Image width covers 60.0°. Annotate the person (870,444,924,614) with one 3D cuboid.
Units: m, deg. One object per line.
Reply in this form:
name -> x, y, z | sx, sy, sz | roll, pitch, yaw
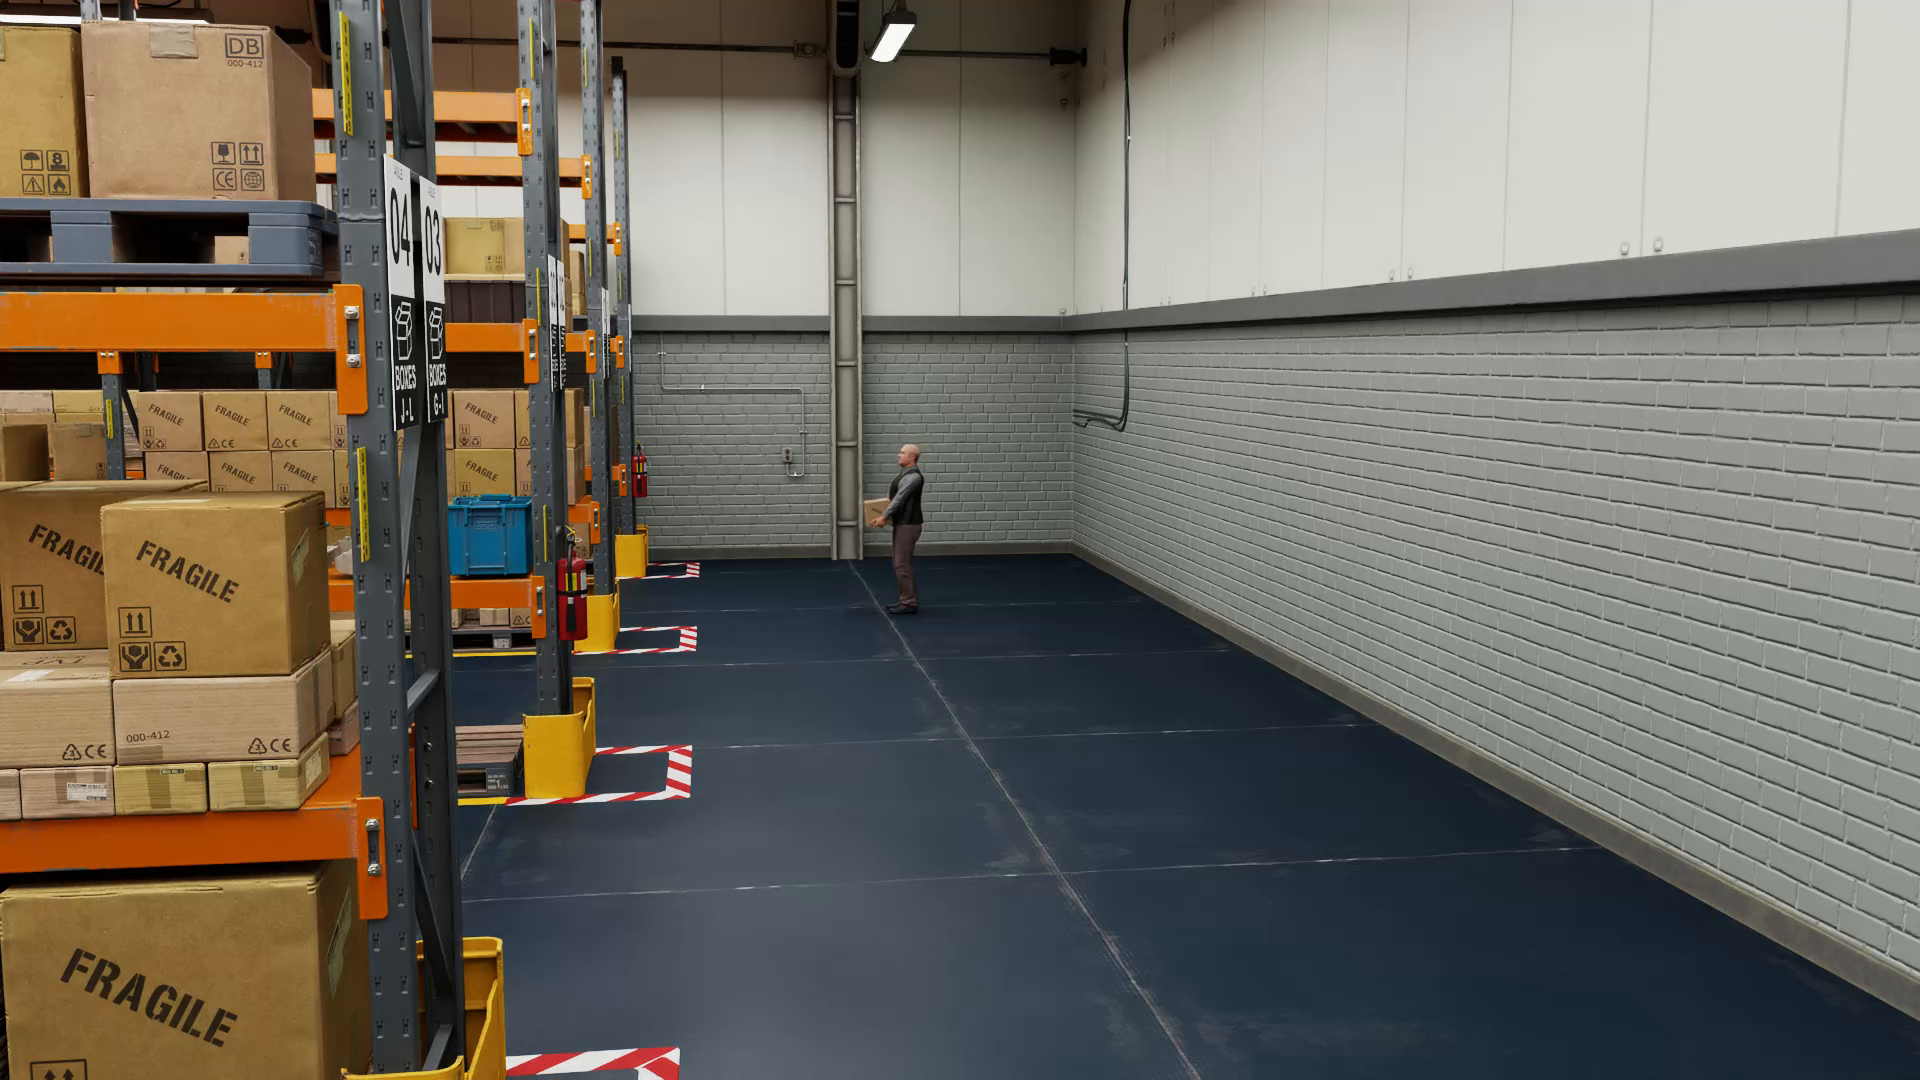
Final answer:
person -> -0.647, -0.119, 16.913 | 0.556, 1.713, 0.494 | -1, 6, -8
